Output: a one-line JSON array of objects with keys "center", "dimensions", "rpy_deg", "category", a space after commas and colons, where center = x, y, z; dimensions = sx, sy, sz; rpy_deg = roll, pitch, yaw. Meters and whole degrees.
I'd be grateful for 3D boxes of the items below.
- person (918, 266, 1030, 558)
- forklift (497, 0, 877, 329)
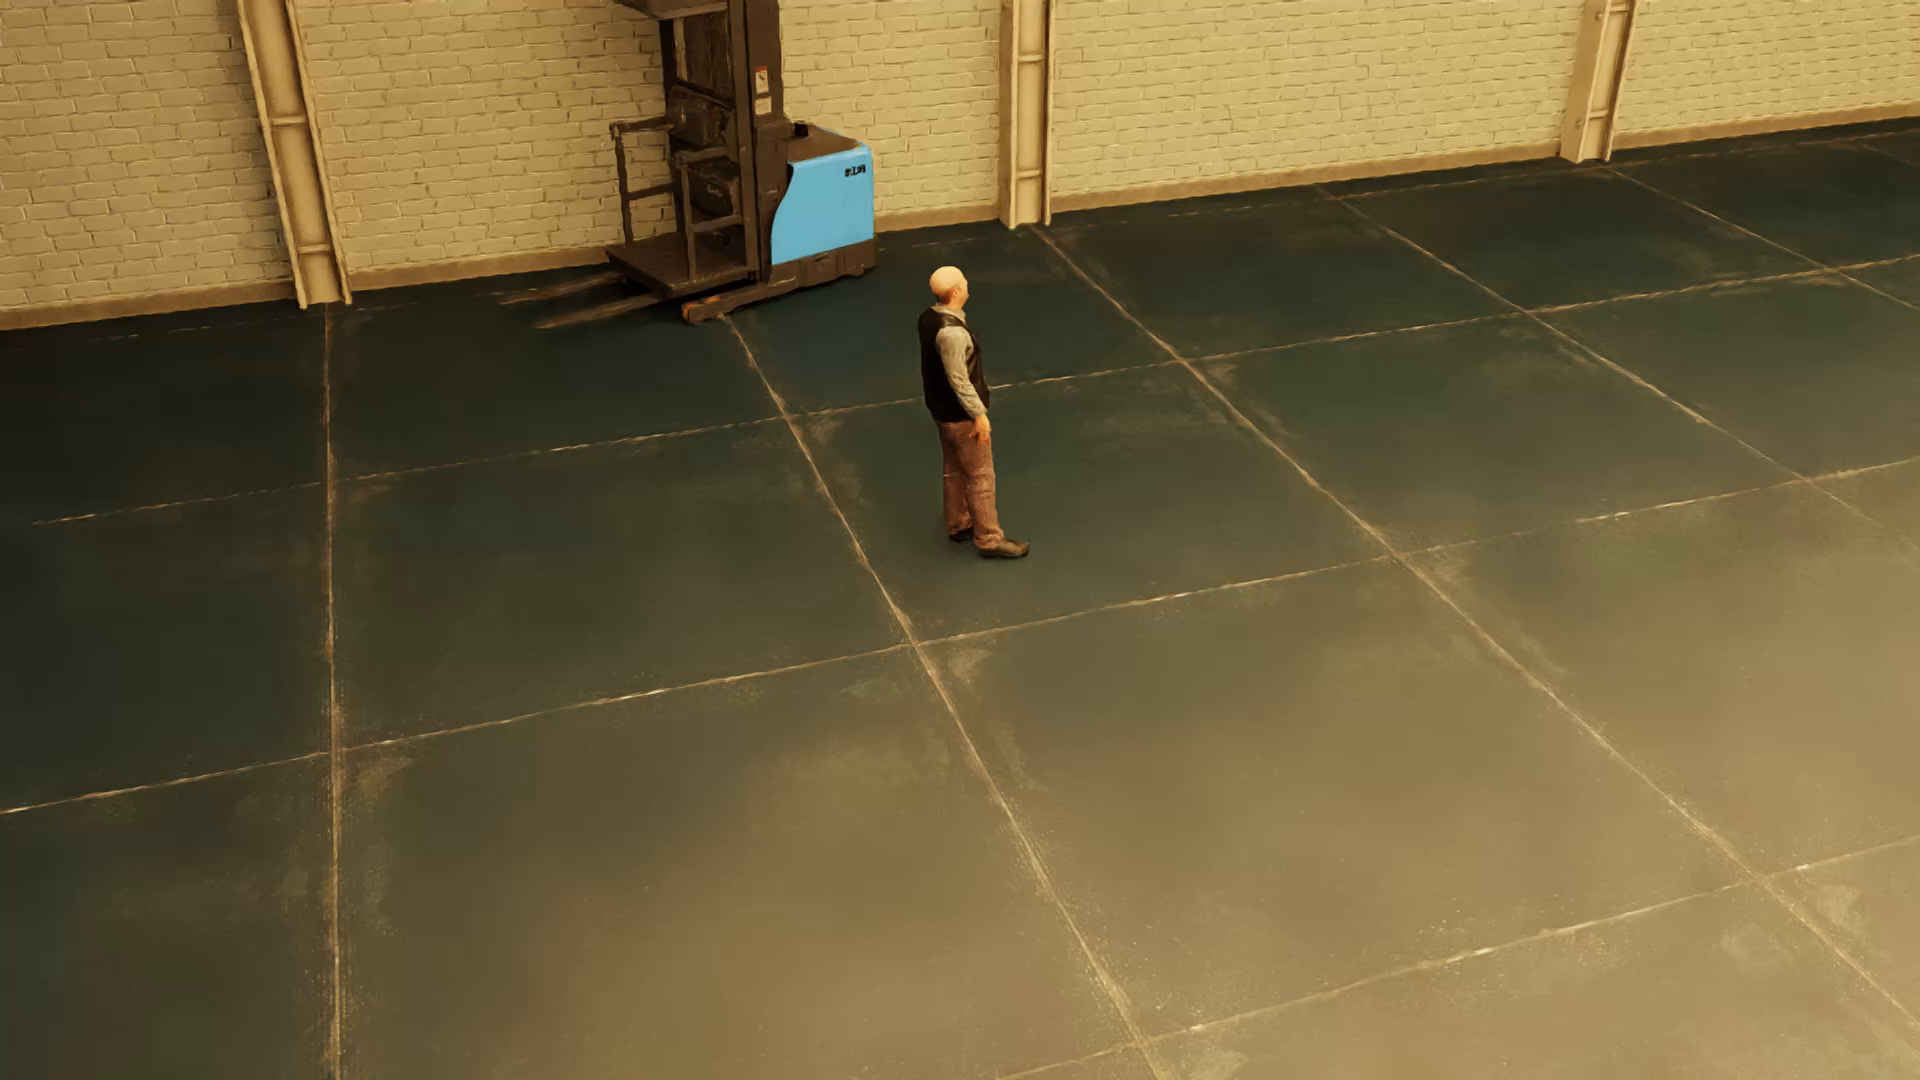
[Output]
[{"center": [0.062, -0.759, 9.604], "dimensions": [0.567, 1.720, 0.632], "rpy_deg": [-10, 31, -16], "category": "person"}, {"center": [-2.161, -3.243, 12.724], "dimensions": [3.031, 2.935, 1.130], "rpy_deg": [-22, 36, -33], "category": "forklift"}]
